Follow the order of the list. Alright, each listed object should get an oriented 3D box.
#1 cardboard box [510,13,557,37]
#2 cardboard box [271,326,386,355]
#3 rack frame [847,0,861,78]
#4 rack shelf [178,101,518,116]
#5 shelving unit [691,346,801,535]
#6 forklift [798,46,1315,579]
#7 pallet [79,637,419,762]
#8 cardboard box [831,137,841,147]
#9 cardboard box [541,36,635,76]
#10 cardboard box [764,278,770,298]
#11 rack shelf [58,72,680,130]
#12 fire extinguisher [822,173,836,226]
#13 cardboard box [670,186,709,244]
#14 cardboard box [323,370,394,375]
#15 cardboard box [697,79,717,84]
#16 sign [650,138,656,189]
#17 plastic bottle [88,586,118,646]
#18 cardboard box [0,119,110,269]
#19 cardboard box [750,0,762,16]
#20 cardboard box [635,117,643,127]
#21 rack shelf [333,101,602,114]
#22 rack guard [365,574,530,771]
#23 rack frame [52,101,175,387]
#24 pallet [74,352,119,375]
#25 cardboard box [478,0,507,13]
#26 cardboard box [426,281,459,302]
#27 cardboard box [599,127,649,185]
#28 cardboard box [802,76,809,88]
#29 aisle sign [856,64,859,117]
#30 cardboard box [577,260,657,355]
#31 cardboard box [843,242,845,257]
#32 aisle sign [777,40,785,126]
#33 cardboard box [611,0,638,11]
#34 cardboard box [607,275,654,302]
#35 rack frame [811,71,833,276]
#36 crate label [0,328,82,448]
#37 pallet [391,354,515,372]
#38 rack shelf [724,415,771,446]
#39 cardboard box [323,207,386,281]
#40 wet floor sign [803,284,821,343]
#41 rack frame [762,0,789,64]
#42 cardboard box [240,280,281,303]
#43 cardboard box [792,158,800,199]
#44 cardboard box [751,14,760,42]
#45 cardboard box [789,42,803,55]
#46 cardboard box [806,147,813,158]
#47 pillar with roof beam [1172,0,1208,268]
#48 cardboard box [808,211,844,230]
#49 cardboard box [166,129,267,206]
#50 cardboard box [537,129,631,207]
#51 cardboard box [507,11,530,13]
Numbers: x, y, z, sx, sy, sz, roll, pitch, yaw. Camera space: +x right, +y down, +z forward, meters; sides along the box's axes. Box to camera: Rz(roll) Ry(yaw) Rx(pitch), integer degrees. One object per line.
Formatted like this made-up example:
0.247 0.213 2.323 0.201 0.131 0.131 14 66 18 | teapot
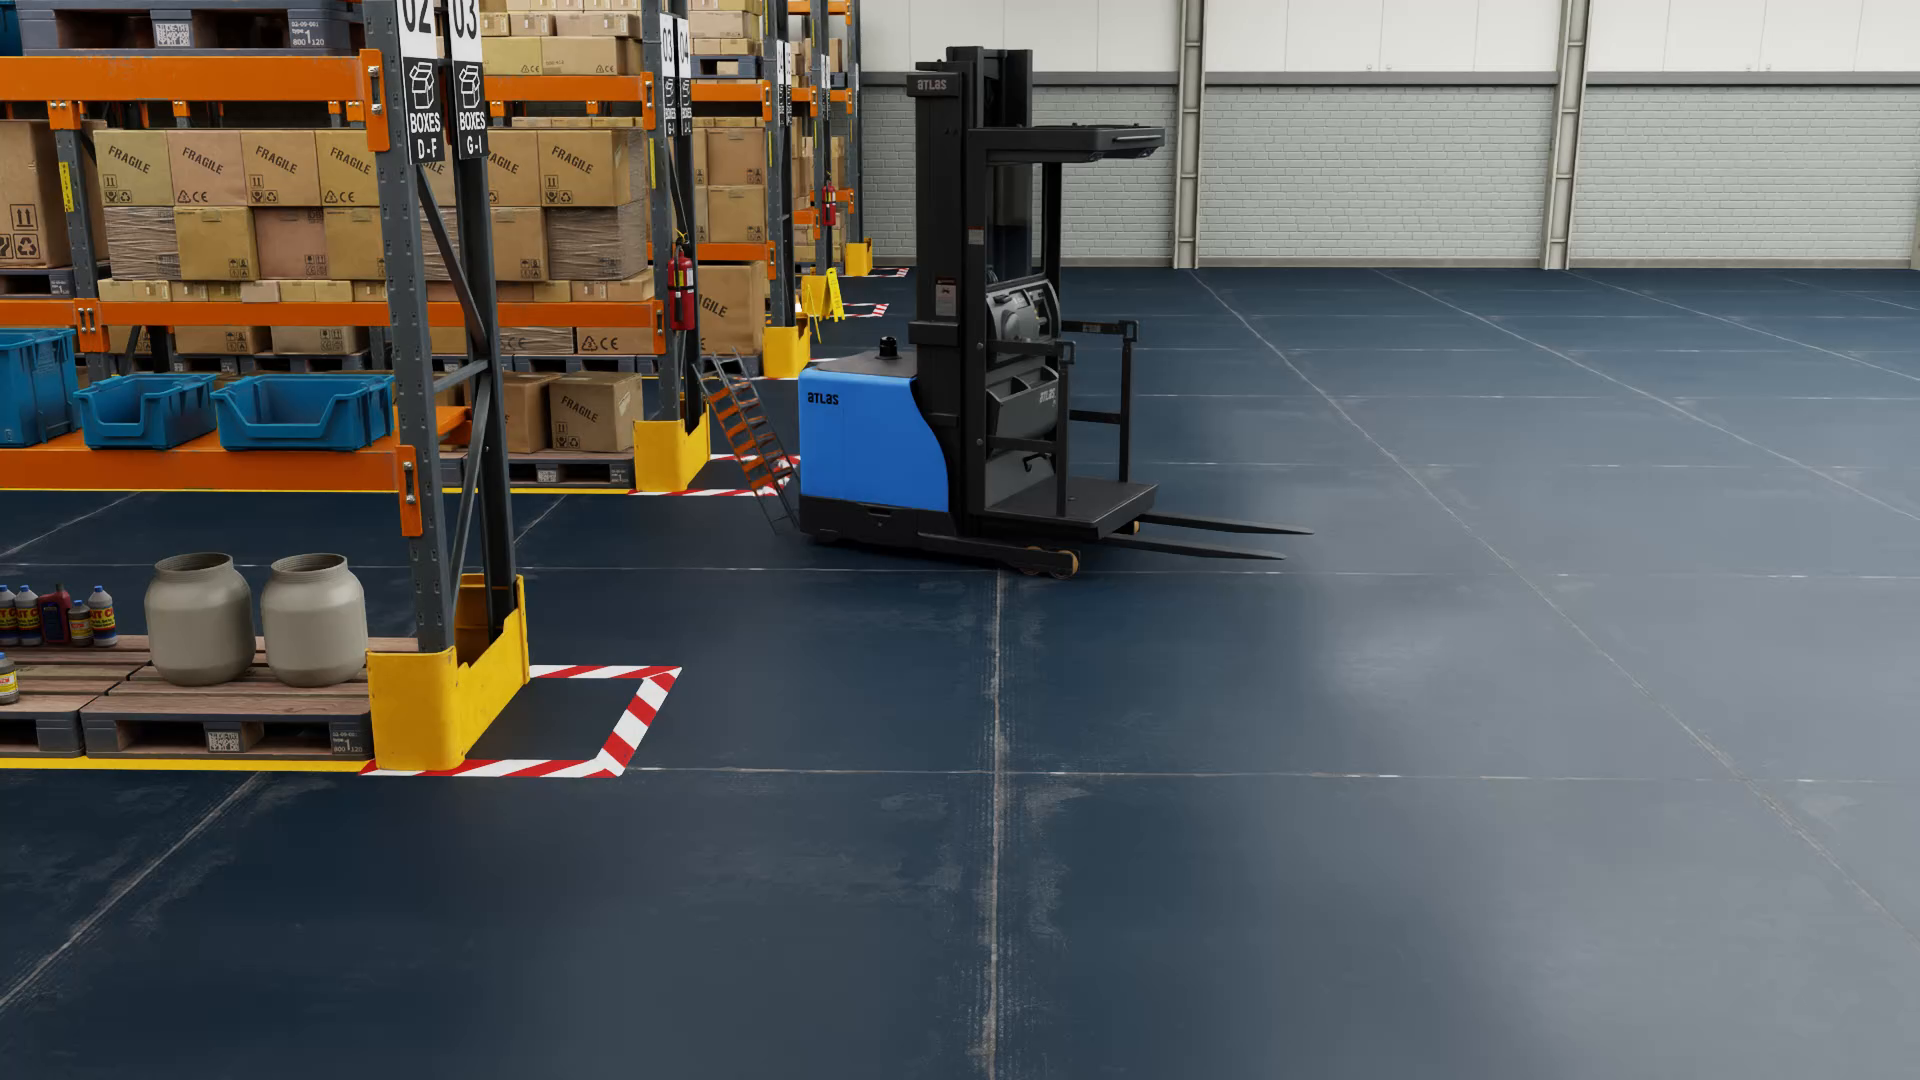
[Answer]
-2.829 -3.432 11.100 0.250 0.149 0.380 0 15 -1 | cardboard box
-6.404 -2.320 16.841 0.750 0.750 1.050 0 15 1 | cardboard box
-1.634 -8.627 25.400 0.127 3.000 1.000 0 15 1 | rack frame
-7.755 -5.602 21.225 4.000 0.370 1.077 0 15 1 | rack shelf
-1.297 -0.629 10.489 0.189 1.200 0.258 -26 0 31 | shelving unit
0.560 -1.347 9.699 3.031 2.935 1.130 7 16 25 | forklift
-3.026 0.683 7.338 1.213 0.211 1.003 0 15 1 | pallet
-1.998 -6.181 25.837 0.250 0.149 0.380 0 15 2 | cardboard box
-2.499 -3.250 11.191 0.500 0.250 0.500 1 15 3 | cardboard box
-2.596 -3.271 21.425 0.500 0.250 0.500 0 15 1 | cardboard box
-4.010 -3.049 11.547 4.000 0.370 1.077 0 15 1 | rack shelf
-1.655 -4.305 20.929 0.183 0.674 0.296 0 15 1 | fire extinguisher
-2.705 -3.259 16.519 0.550 0.550 0.875 0 15 1 | cardboard box
-4.415 -0.955 12.158 0.500 0.500 0.500 -1 15 -4 | cardboard box
-3.137 -5.732 20.800 0.250 0.149 0.380 0 15 1 | cardboard box
-2.044 -2.505 11.064 0.005 0.325 0.100 0 15 1 | sign
-3.941 0.345 7.639 0.097 0.271 0.097 0 15 0 | plastic bottle
-6.800 -2.494 11.912 1.000 1.000 1.000 0 15 2 | cardboard box
-2.108 -5.247 16.377 0.250 0.149 0.380 1 15 2 | cardboard box
-3.787 -5.105 21.070 0.500 0.500 0.700 0 15 1 | cardboard box
-7.632 -6.868 26.023 4.000 0.370 1.077 0 15 1 | rack shelf
-2.214 0.550 7.276 0.348 0.500 1.175 0 15 1 | rack guard
-6.009 -1.960 11.887 0.127 3.000 1.000 0 15 1 | rack frame
-8.994 -1.877 17.041 1.213 0.211 1.003 0 15 1 | pallet
-3.487 -3.896 11.589 0.500 0.500 0.500 0 15 1 | cardboard box
-3.550 -1.765 11.643 0.250 0.149 0.380 0 15 1 | cardboard box
-3.261 -3.823 16.540 0.550 0.550 0.875 0 15 1 | cardboard box
-2.080 -5.875 21.339 0.250 0.149 0.380 0 15 1 | cardboard box
-1.576 -6.908 25.548 0.004 0.787 0.394 0 15 1 | aisle sign
-3.342 -2.366 16.770 0.875 0.875 0.875 0 15 1 | cardboard box
-2.120 -4.653 26.664 0.500 0.250 0.500 0 15 2 | cardboard box
-1.719 -4.378 15.957 0.004 0.787 0.394 0 15 1 | aisle sign
-3.142 -5.086 15.768 0.250 0.149 0.380 0 15 2 | cardboard box
-2.300 -1.761 11.628 0.250 0.149 0.380 0 15 1 | cardboard box
-1.757 -4.461 21.367 0.127 3.000 1.000 0 15 1 | rack frame
-3.984 -0.630 6.780 0.616 0.435 0.502 0 15 1 | crate label
-5.023 -1.851 16.940 1.213 0.211 1.003 0 15 1 | pallet
-1.330 -0.696 10.489 0.180 0.103 0.258 -26 0 31 | rack shelf
-4.061 -2.129 11.752 0.500 0.500 0.875 0 15 1 | cardboard box
-1.703 -2.564 18.794 0.232 0.644 0.267 -2 15 -8 | wet floor sign
-1.783 -6.098 15.815 0.127 3.000 1.000 0 15 1 | rack frame
-4.802 -1.749 11.582 0.250 0.149 0.380 0 15 1 | cardboard box
-2.307 -4.586 21.064 0.500 0.500 0.500 0 15 0 | cardboard box
-2.258 -5.039 16.372 0.500 0.250 0.500 0 15 1 | cardboard box
-2.103 -6.102 20.638 0.250 0.149 0.380 1 15 2 | cardboard box
-2.244 -6.013 25.785 0.250 0.149 0.380 1 15 2 | cardboard box
3.581 -7.725 21.979 0.400 9.000 9.100 0 15 1 | pillar with roof beam
-2.102 -5.007 26.045 0.500 0.250 0.500 1 15 3 | cardboard box
-5.066 -2.565 11.441 0.500 0.500 0.500 0 15 1 | cardboard box
-2.566 -2.550 11.385 0.500 0.500 0.500 0 15 1 | cardboard box
-4.291 -4.916 15.906 0.500 0.250 0.500 0 15 1 | cardboard box
